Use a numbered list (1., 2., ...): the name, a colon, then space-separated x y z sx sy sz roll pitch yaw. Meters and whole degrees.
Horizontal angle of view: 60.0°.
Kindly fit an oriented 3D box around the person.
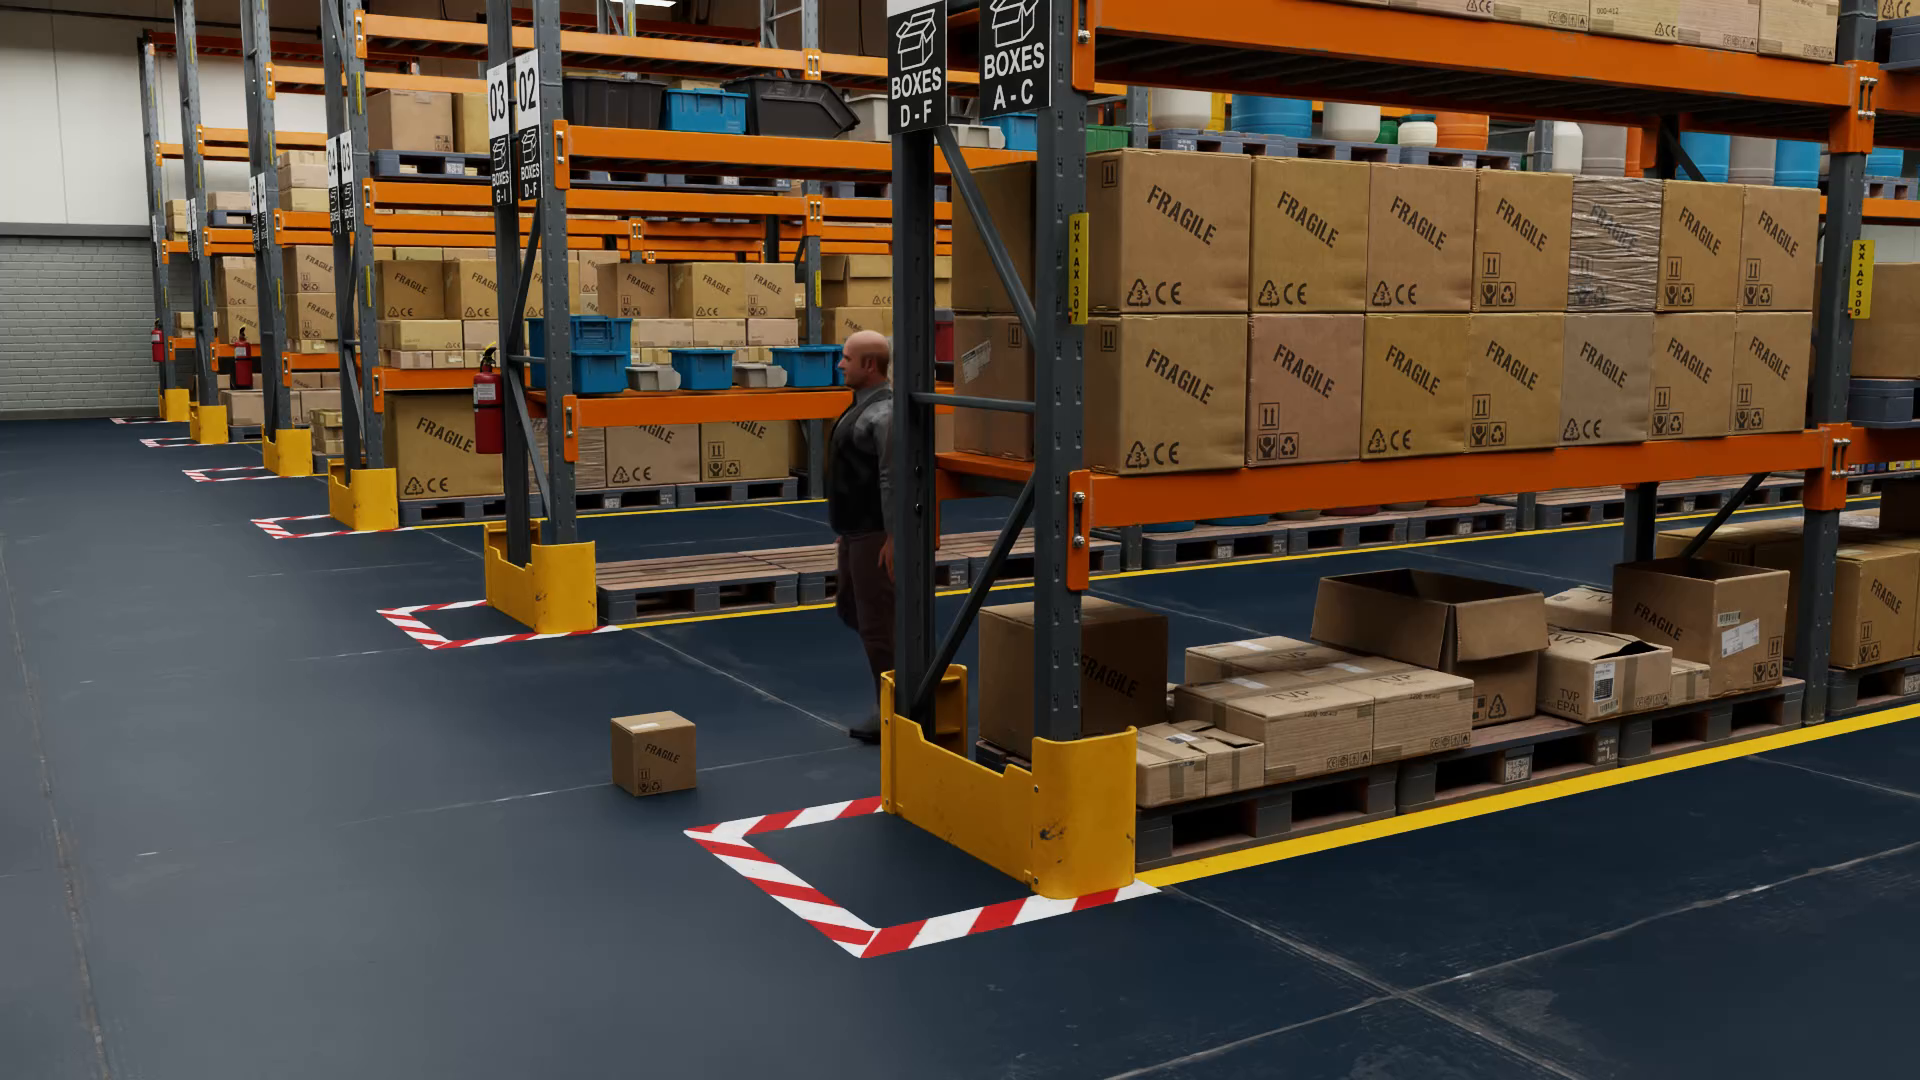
1. person: -0.317 -0.034 7.092 0.520 1.714 0.709 -2 8 -11
